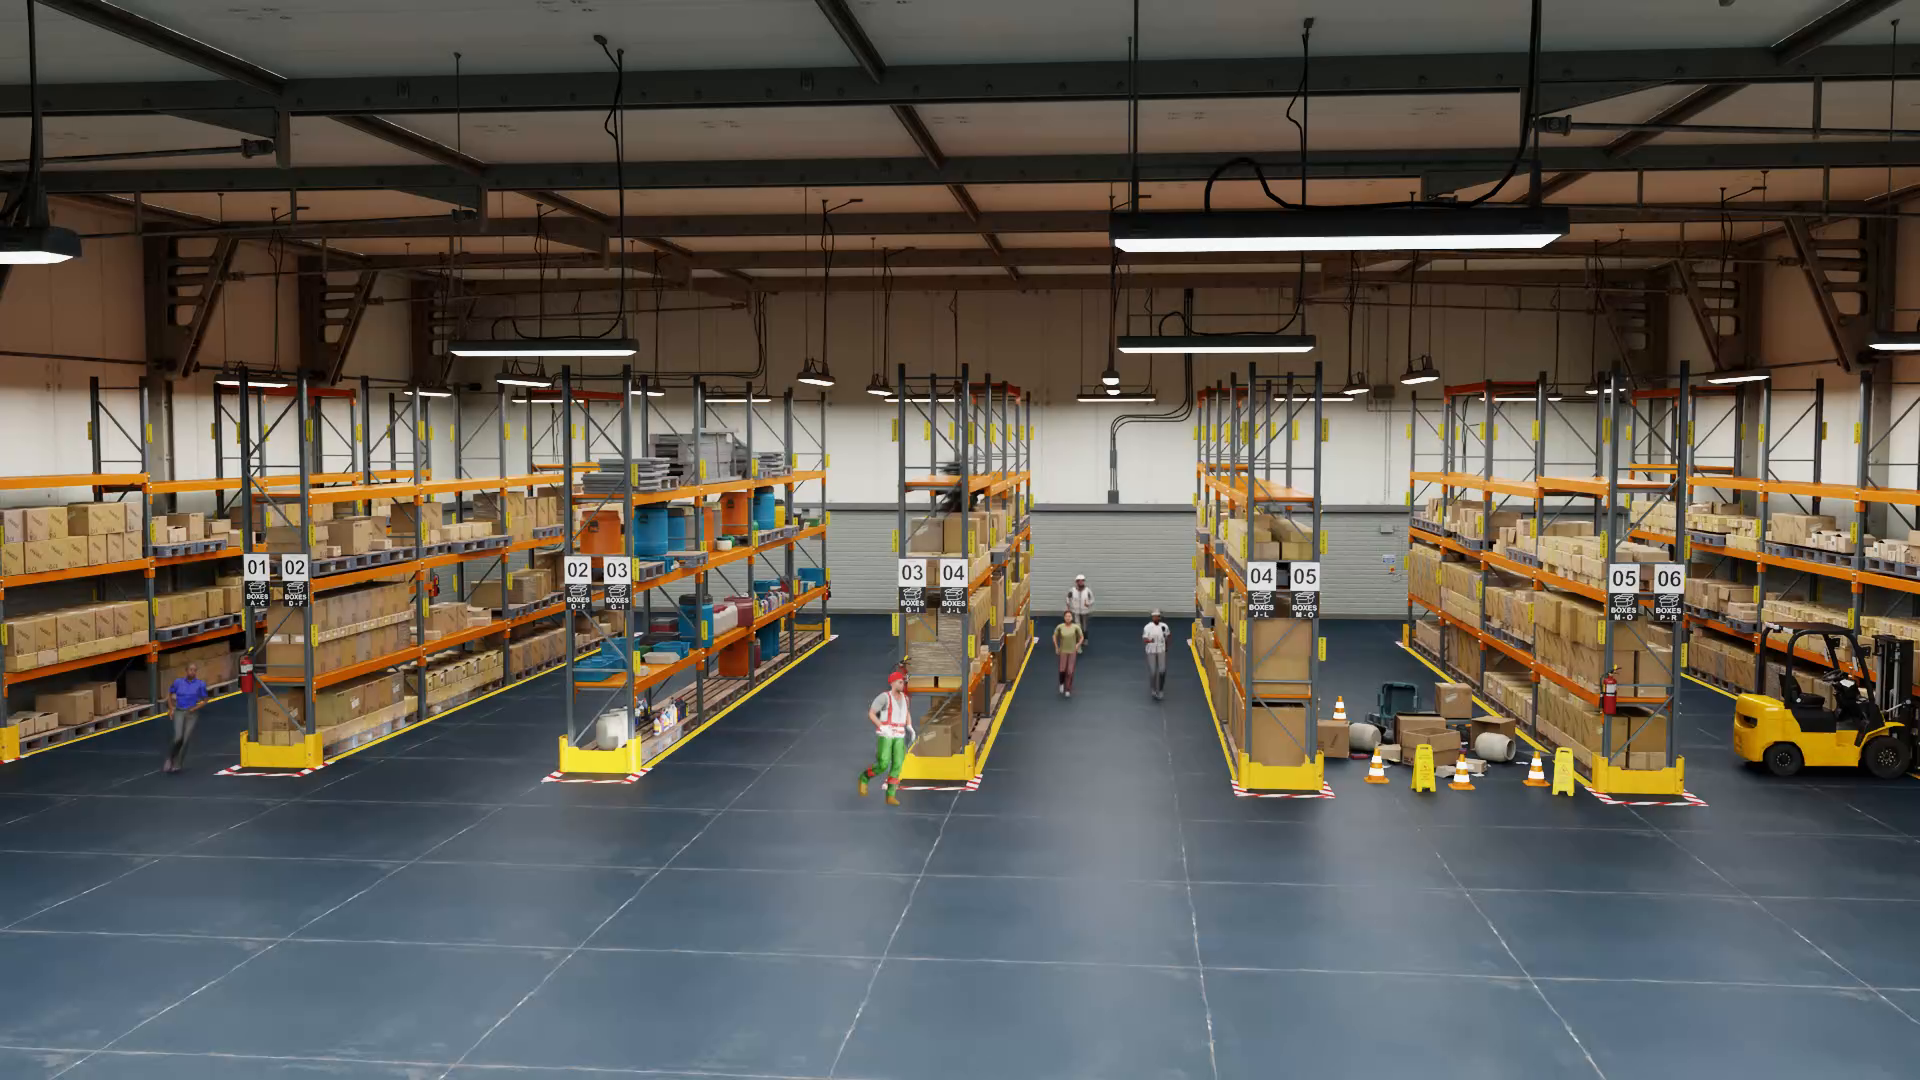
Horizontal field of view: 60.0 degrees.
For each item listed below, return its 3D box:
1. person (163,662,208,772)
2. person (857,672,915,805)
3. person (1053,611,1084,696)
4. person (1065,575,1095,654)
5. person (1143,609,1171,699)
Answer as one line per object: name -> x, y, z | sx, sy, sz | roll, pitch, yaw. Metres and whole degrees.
person -> -11.451, 2.616, 24.580 | 0.631, 1.602, 0.555 | -2, 4, -26
person -> -0.928, 2.674, 22.657 | 0.723, 1.743, 0.803 | -3, 5, -41
person -> 2.066, 2.156, 31.649 | 0.592, 1.638, 0.532 | 0, 4, 3
person -> 2.748, 1.679, 38.085 | 0.673, 1.779, 0.948 | 0, 4, 3
person -> 3.709, 2.153, 31.374 | 0.530, 1.727, 0.660 | 0, 4, 4
